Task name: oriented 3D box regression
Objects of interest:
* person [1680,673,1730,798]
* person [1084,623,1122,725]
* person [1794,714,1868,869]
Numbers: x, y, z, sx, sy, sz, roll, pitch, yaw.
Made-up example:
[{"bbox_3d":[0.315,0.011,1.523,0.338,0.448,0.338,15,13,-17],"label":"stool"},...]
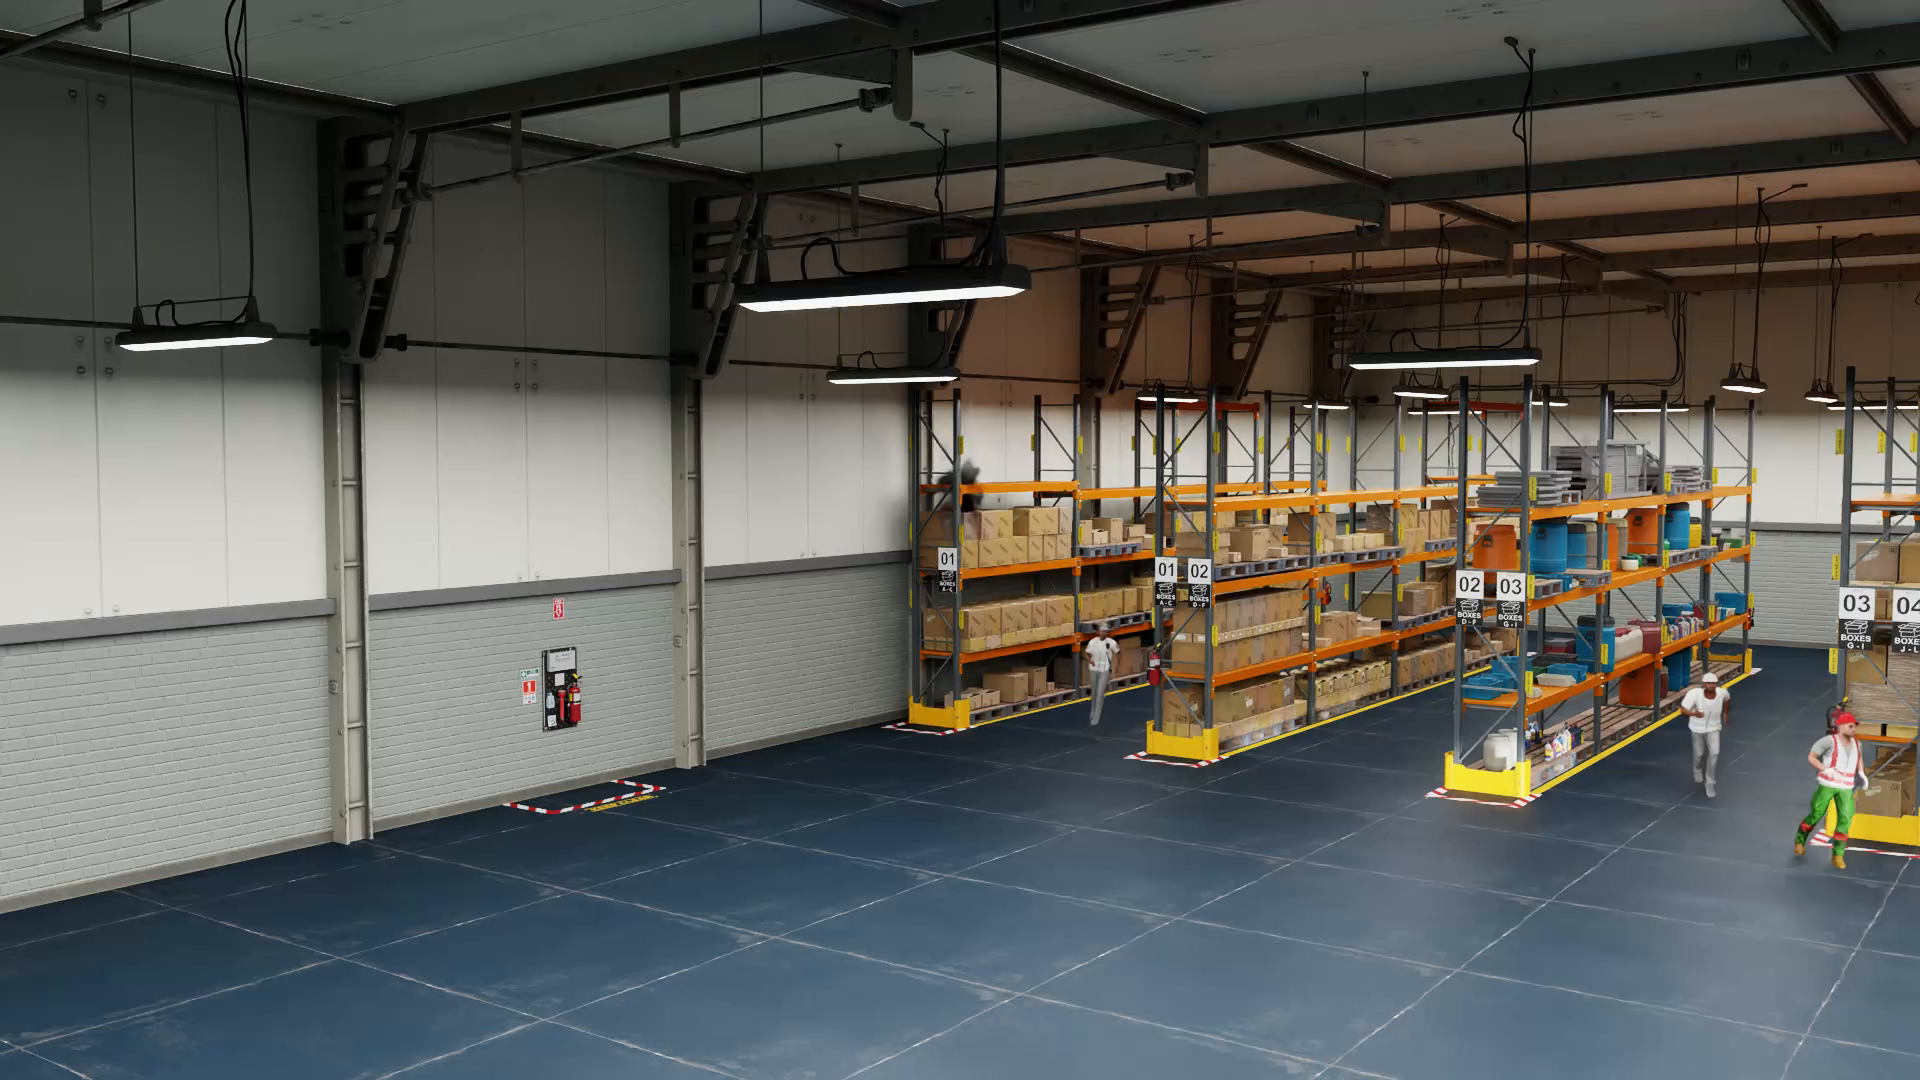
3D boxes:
[{"bbox_3d":[10.764,2.772,24.045,0.694,1.774,1.006,1,3,17],"label":"person"},{"bbox_3d":[2.425,2.268,28.365,0.627,1.741,0.801,1,3,15],"label":"person"},{"bbox_3d":[10.472,2.948,19.828,0.732,1.766,0.900,0,3,0],"label":"person"}]
